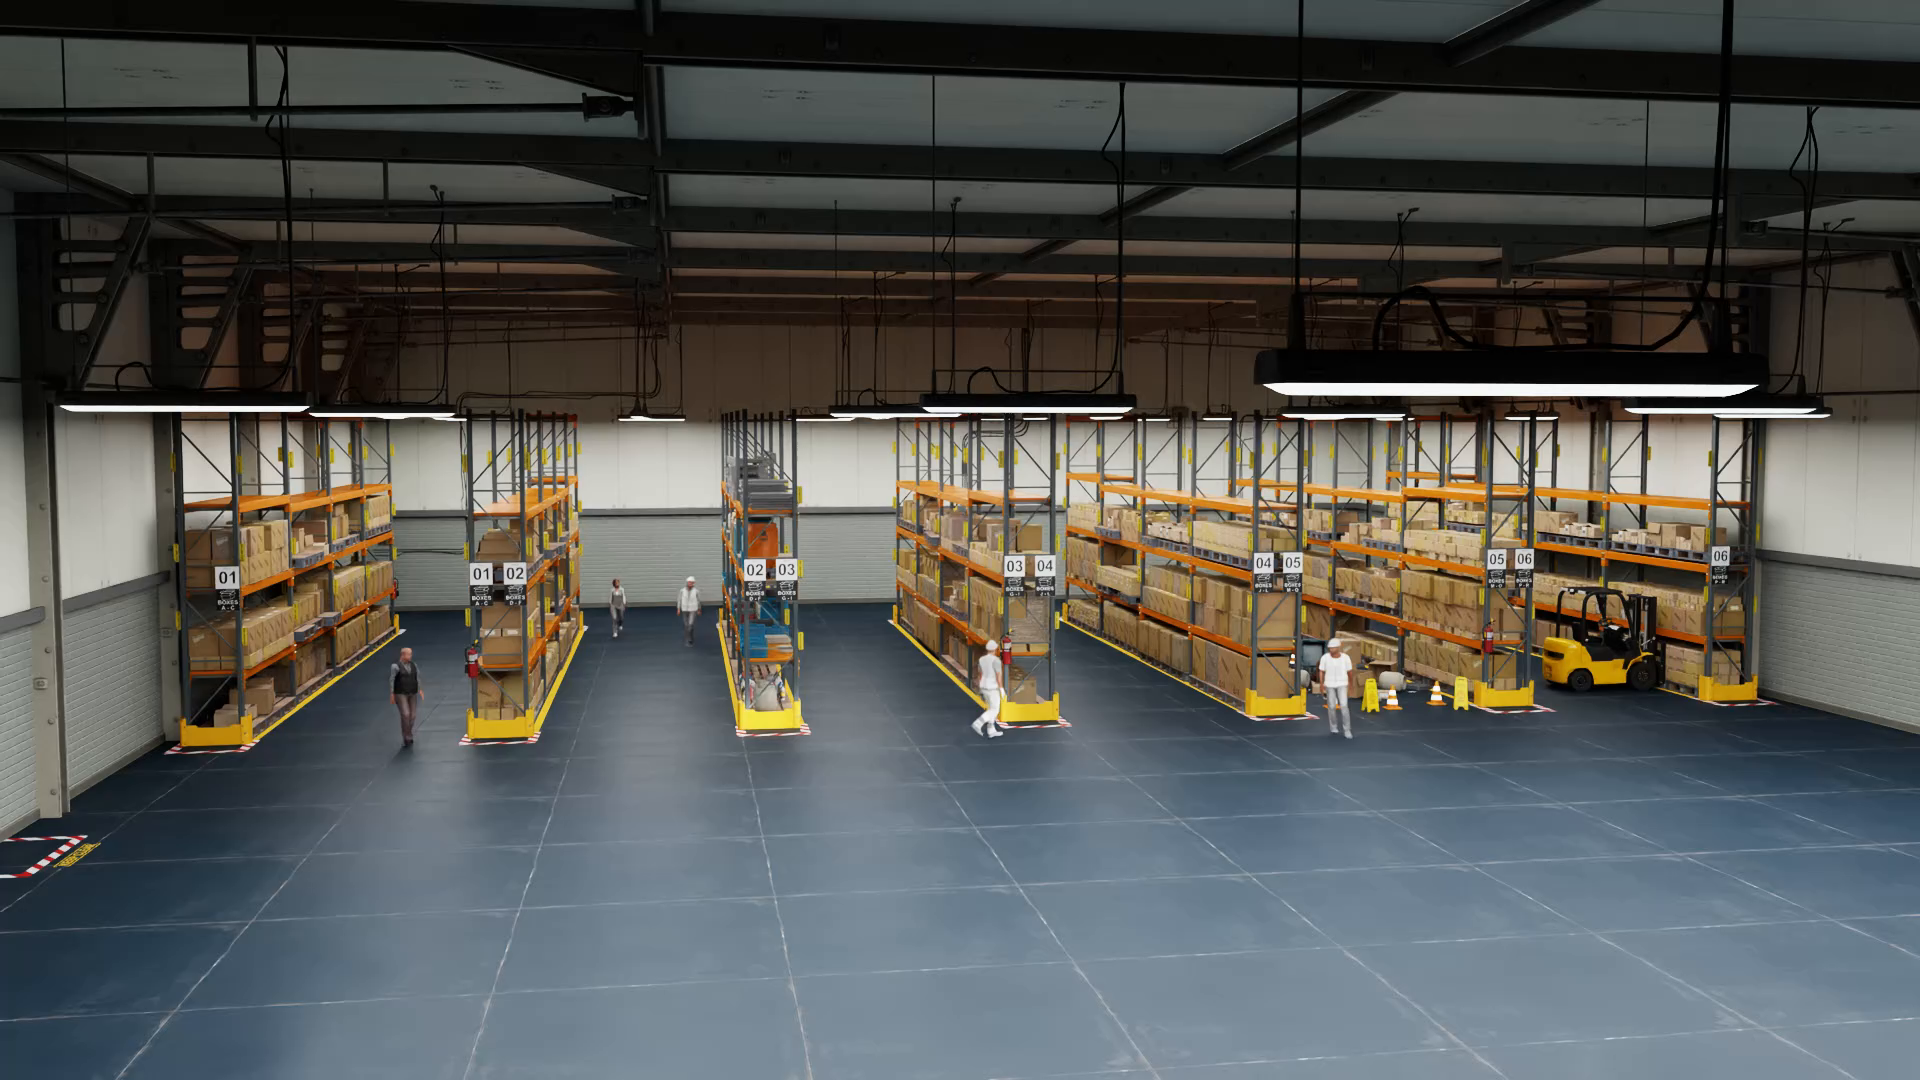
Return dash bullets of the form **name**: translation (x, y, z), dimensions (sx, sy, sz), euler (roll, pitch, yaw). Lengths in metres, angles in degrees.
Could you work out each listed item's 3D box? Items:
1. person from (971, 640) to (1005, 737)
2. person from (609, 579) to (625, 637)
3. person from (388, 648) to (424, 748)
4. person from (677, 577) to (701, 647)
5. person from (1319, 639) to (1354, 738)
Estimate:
- **person**: translation (0.489, 2.715, 30.176), dimensions (0.759, 1.787, 0.527), euler (-2, 4, -28)
- **person**: translation (-9.228, 1.822, 44.807), dimensions (0.421, 1.527, 0.768), euler (-1, 4, -12)
- **person**: translation (-9.839, 2.817, 29.689), dimensions (0.599, 1.771, 0.565), euler (3, 5, 38)
- **person**: translation (-7.047, 1.849, 43.089), dimensions (0.552, 1.793, 0.787), euler (1, 4, 12)
- **person**: translation (6.925, 2.707, 30.591), dimensions (0.654, 1.762, 0.668), euler (1, 4, 18)
